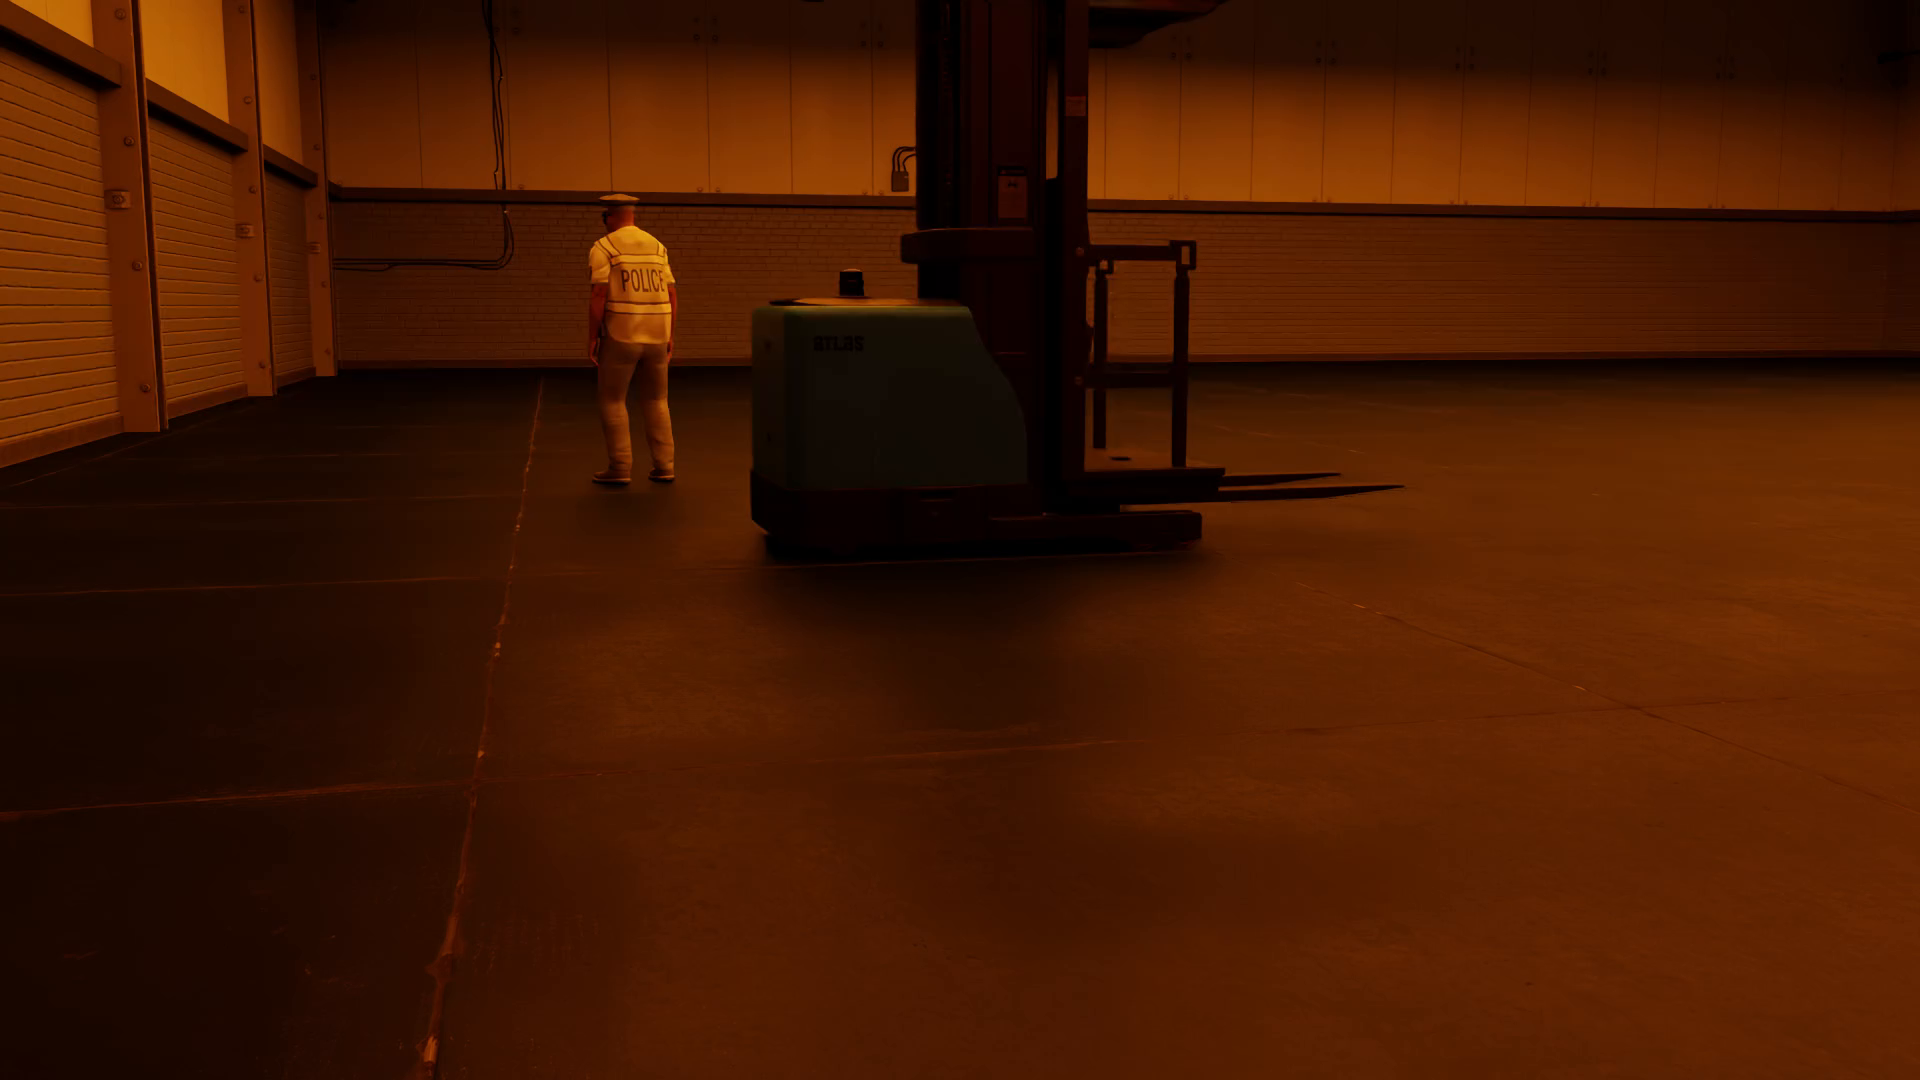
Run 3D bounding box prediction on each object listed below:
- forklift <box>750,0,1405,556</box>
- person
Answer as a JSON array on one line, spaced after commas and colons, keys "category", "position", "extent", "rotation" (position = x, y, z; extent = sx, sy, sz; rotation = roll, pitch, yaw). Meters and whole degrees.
[{"category": "forklift", "position": [0.585, -1.476, 7.682], "extent": [3.031, 2.935, 1.130], "rotation": [-2, 8, -16]}, {"category": "person", "position": [-1.993, -1.221, 10.121], "extent": [0.585, 1.747, 0.439], "rotation": [-6, 10, -38]}]
